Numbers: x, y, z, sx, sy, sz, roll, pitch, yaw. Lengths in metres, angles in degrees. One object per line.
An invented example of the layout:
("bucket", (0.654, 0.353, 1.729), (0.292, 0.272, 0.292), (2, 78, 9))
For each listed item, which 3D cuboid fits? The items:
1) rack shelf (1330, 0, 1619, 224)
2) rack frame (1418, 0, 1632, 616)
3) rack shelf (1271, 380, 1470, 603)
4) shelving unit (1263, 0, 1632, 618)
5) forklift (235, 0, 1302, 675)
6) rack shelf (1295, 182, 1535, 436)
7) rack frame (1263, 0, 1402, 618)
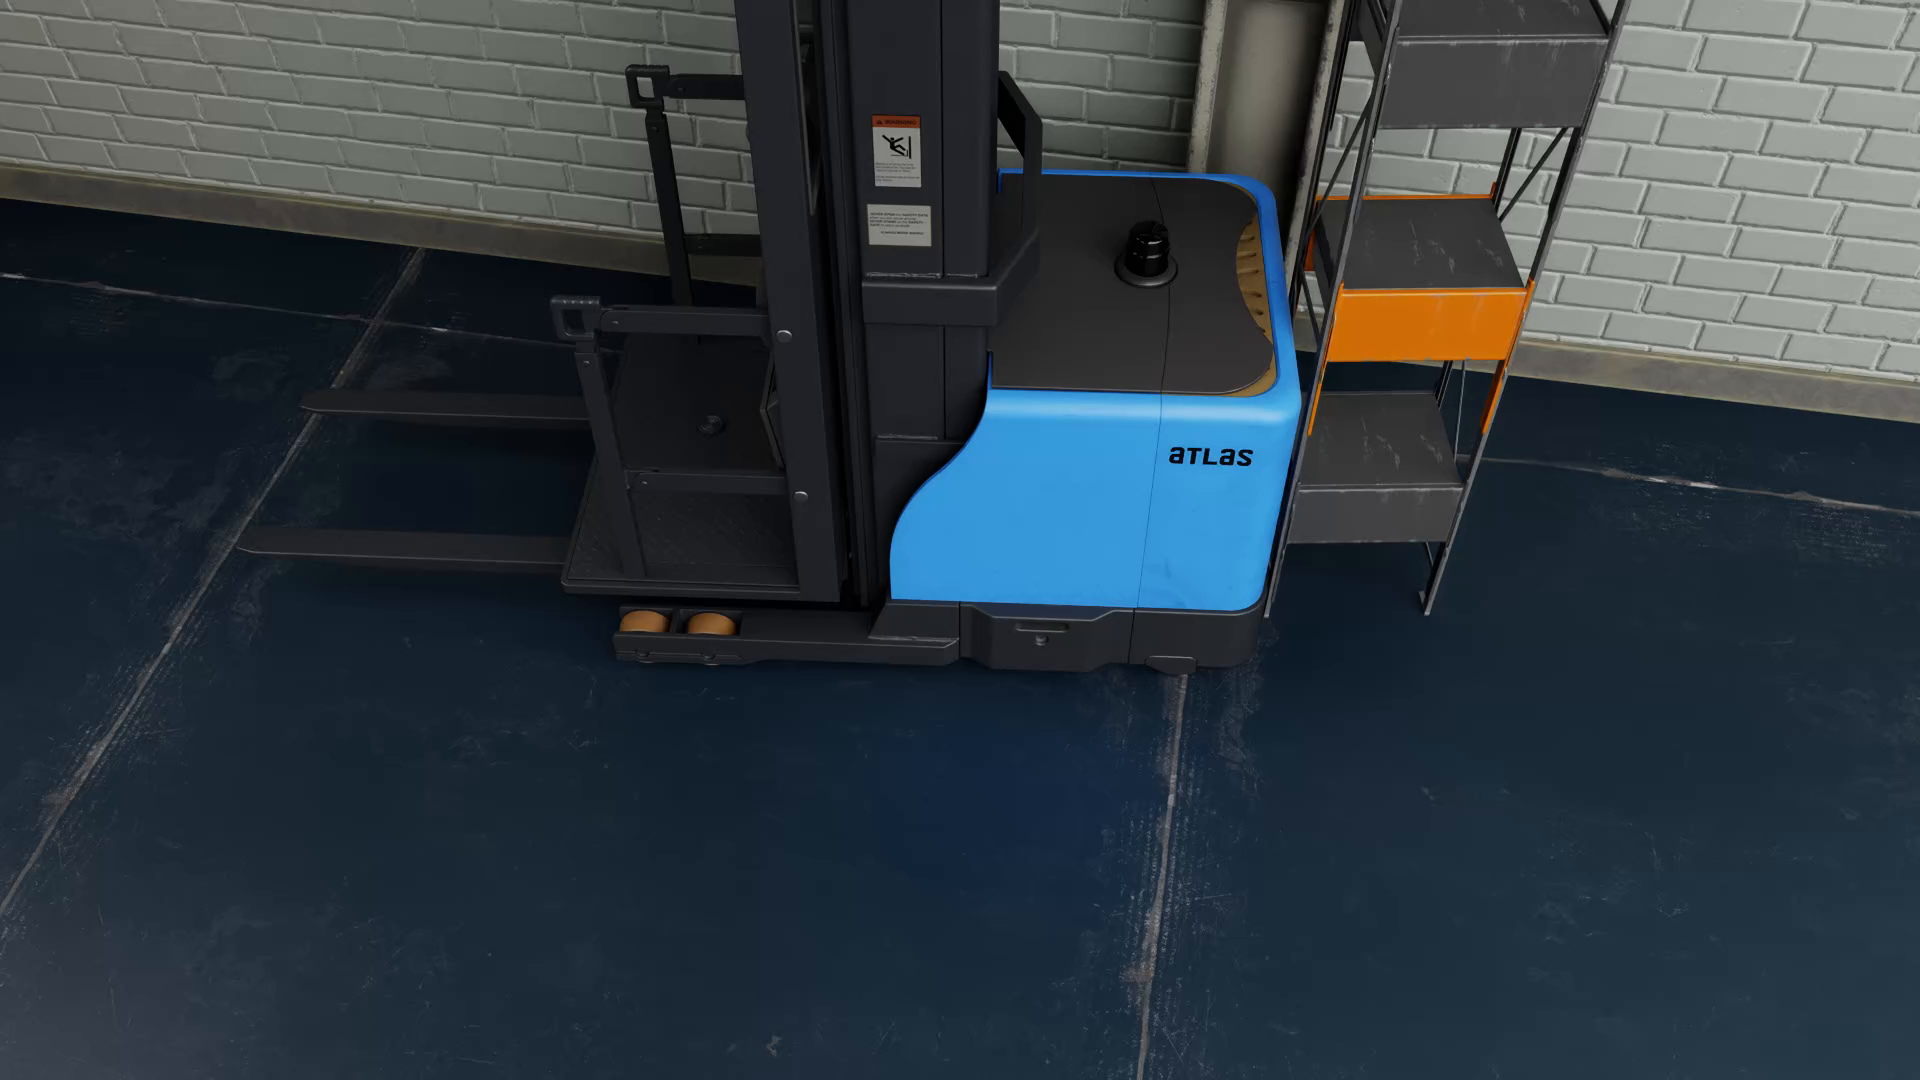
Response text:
("rack shelf", (1.167, -1.076, 3.882), (0.480, 0.518, 0.431), (-1, 48, -1))
("rack frame", (1.411, -0.620, 4.396), (0.015, 2.100, 0.400), (-1, 48, -1))
("rack shelf", (1.167, -0.140, 4.924), (0.480, 0.518, 0.431), (-1, 48, -1))
("shelving unit", (1.167, -0.617, 4.393), (0.503, 2.100, 0.431), (-1, 48, -1))
("forklift", (-0.622, -1.002, 4.180), (3.031, 2.935, 1.130), (2, 48, 2))
("rack shelf", (1.167, -0.608, 4.403), (0.480, 0.518, 0.431), (-1, 48, -1))
("rack frame", (0.923, -0.614, 4.390), (0.015, 2.100, 0.400), (-1, 48, -1))
